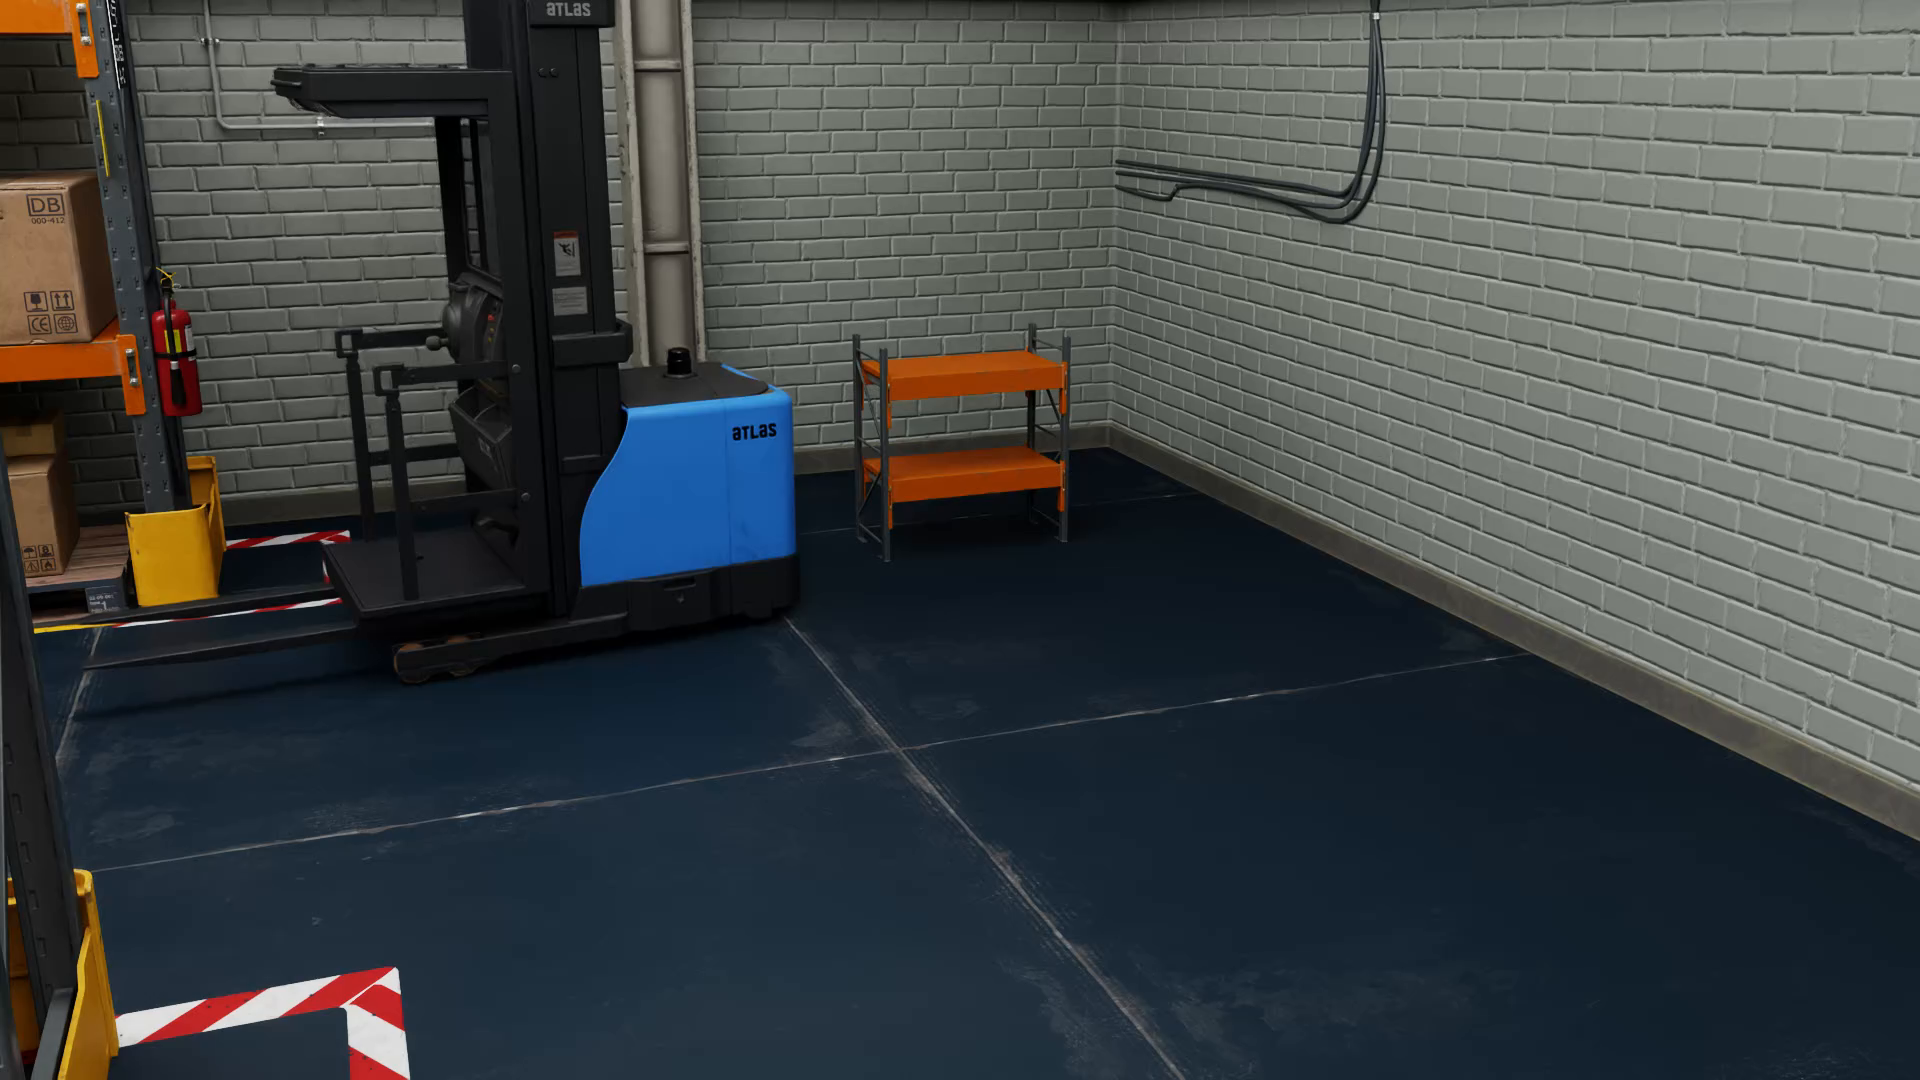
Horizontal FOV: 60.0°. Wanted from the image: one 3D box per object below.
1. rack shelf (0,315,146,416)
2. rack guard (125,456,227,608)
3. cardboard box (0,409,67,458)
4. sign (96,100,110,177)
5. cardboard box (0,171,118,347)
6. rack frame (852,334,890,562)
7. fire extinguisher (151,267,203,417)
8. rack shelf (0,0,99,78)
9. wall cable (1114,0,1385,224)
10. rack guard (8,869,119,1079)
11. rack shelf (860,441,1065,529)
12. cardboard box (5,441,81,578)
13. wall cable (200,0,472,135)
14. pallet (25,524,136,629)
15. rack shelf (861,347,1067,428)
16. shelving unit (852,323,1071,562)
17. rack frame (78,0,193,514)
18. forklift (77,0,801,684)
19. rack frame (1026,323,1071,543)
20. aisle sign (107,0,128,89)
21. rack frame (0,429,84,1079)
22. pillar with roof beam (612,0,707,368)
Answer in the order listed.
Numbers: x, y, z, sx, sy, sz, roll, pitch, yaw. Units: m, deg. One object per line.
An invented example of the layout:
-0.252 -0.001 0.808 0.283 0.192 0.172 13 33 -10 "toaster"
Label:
-5.811 -0.692 7.407 4.000 0.370 1.077 -6 17 -20 "rack shelf"
-3.921 -0.042 8.352 0.348 0.500 1.175 -6 17 -20 "rack guard"
-4.517 -0.520 8.086 0.250 0.149 0.380 -6 17 -20 "cardboard box"
-3.763 -1.764 7.305 0.005 0.325 0.100 -6 17 -20 "sign"
-4.417 -1.328 7.766 0.700 0.700 0.980 -5 17 -18 "cardboard box"
-0.468 -0.489 8.768 0.032 1.125 0.500 -6 17 -20 "rack frame"
-3.638 -0.916 7.694 0.183 0.674 0.296 -6 17 -20 "fire extinguisher"
-5.811 -2.131 6.984 4.000 0.370 1.077 -6 17 -20 "rack shelf"
1.465 -3.103 9.206 0.112 2.526 3.097 -6 17 -20 "wall cable"
-2.239 1.271 3.881 0.348 0.500 1.175 -6 17 -20 "rack guard"
0.006 -0.306 9.011 1.000 0.278 0.538 -6 17 -20 "rack shelf"
-4.562 -0.144 7.955 0.500 0.500 0.700 -6 17 -20 "cardboard box"
-3.087 -2.104 9.136 1.851 1.984 0.084 -6 17 -20 "wall cable"
-4.662 0.201 8.040 1.213 0.211 1.003 -6 17 -20 "pallet"
0.006 -0.821 8.860 1.000 0.278 0.538 -6 17 -20 "rack shelf"
0.006 -0.540 8.942 1.048 1.125 0.538 -6 17 -20 "shelving unit"
-3.944 -1.239 7.992 0.127 3.000 1.000 -6 17 -20 "rack frame"
-2.299 -0.969 7.196 3.031 2.935 1.130 -9 18 -27 "forklift"
0.481 -0.592 9.117 0.032 1.125 0.500 -6 17 -20 "rack frame"
-3.769 -2.414 7.382 0.004 0.787 0.394 -6 17 -20 "aisle sign"
-2.168 0.064 3.555 0.127 3.000 1.000 -6 17 -20 "rack frame"
-0.192 -3.484 4.992 0.400 9.000 9.100 -6 17 -20 "pillar with roof beam"
